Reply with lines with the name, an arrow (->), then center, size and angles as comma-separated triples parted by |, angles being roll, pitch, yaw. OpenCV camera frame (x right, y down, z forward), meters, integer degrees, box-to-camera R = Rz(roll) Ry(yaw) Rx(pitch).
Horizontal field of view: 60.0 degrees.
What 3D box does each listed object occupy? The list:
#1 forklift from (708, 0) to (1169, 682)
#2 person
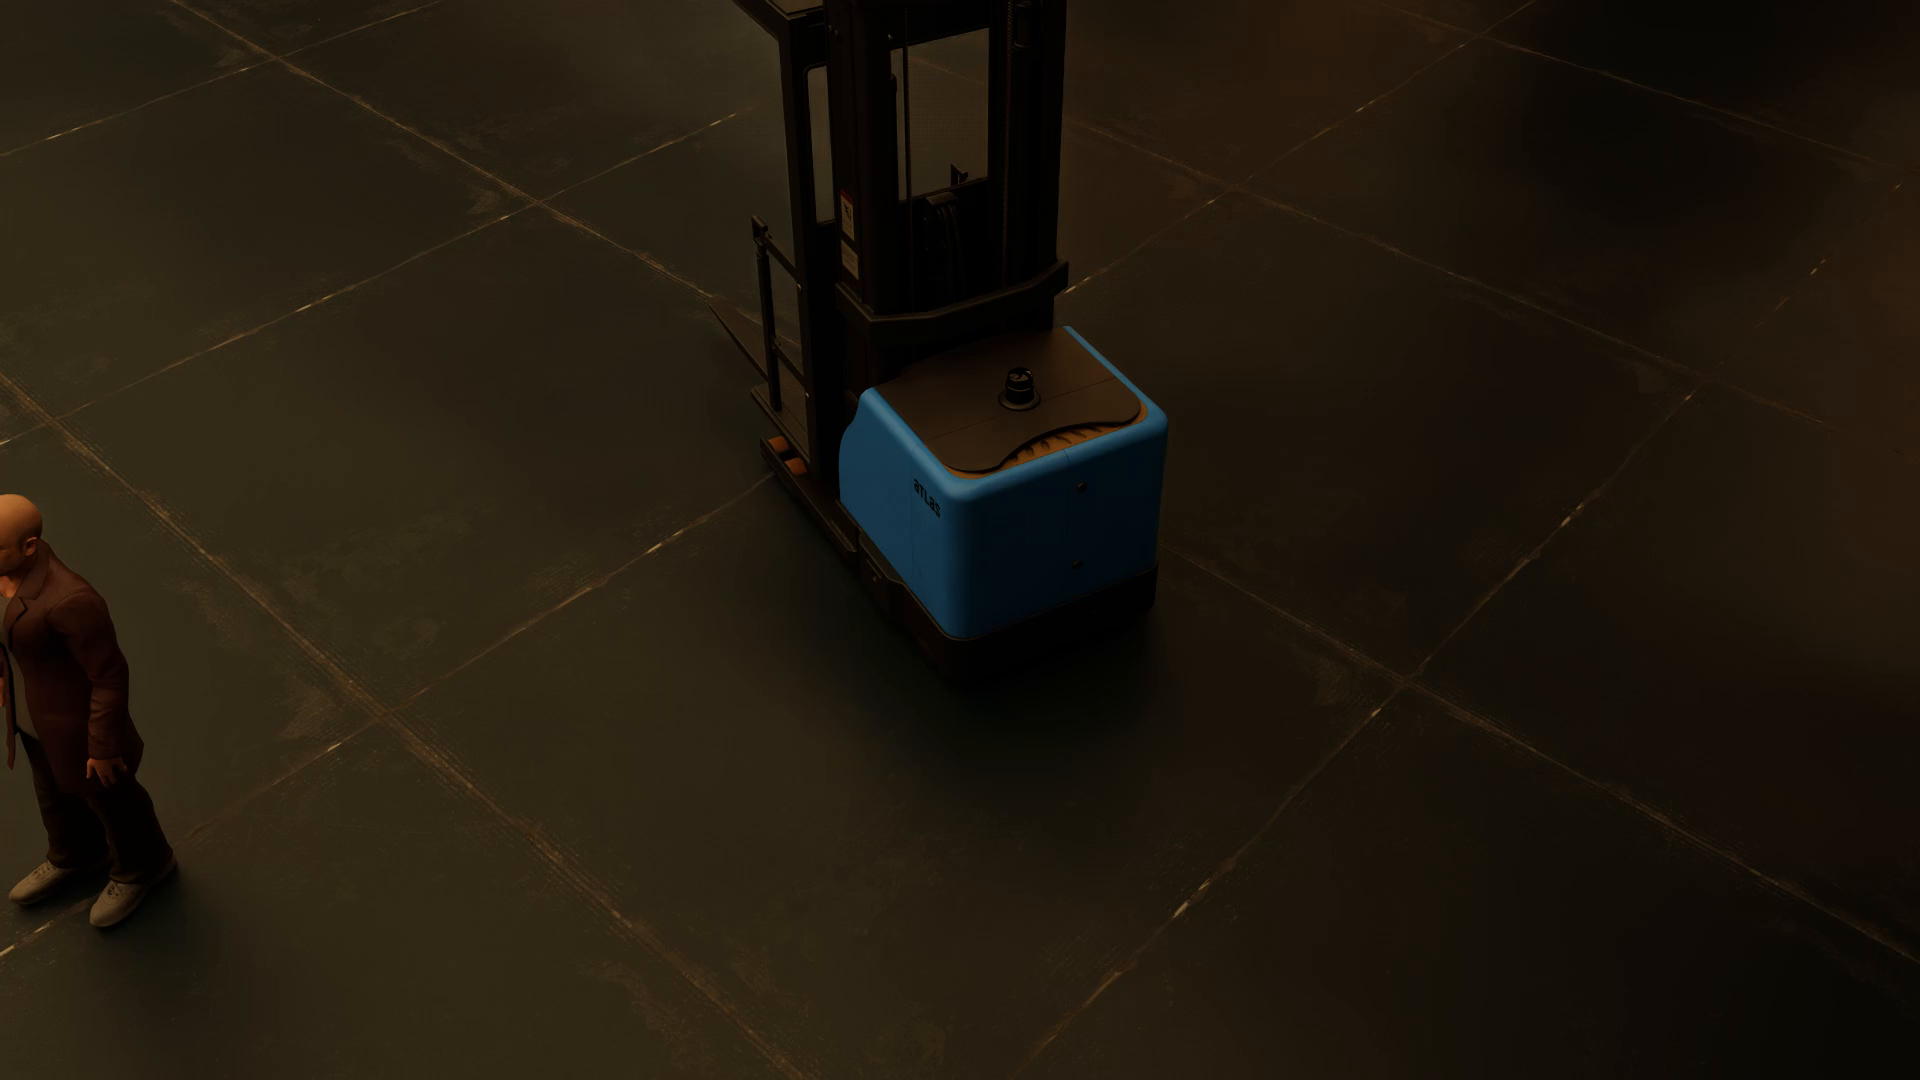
forklift -> -0.307, -1.470, 7.142 | 1.130, 2.935, 3.031 | -20, 45, -22
person -> -3.074, 0.624, 5.575 | 0.695, 1.776, 0.582 | 25, 47, 26
